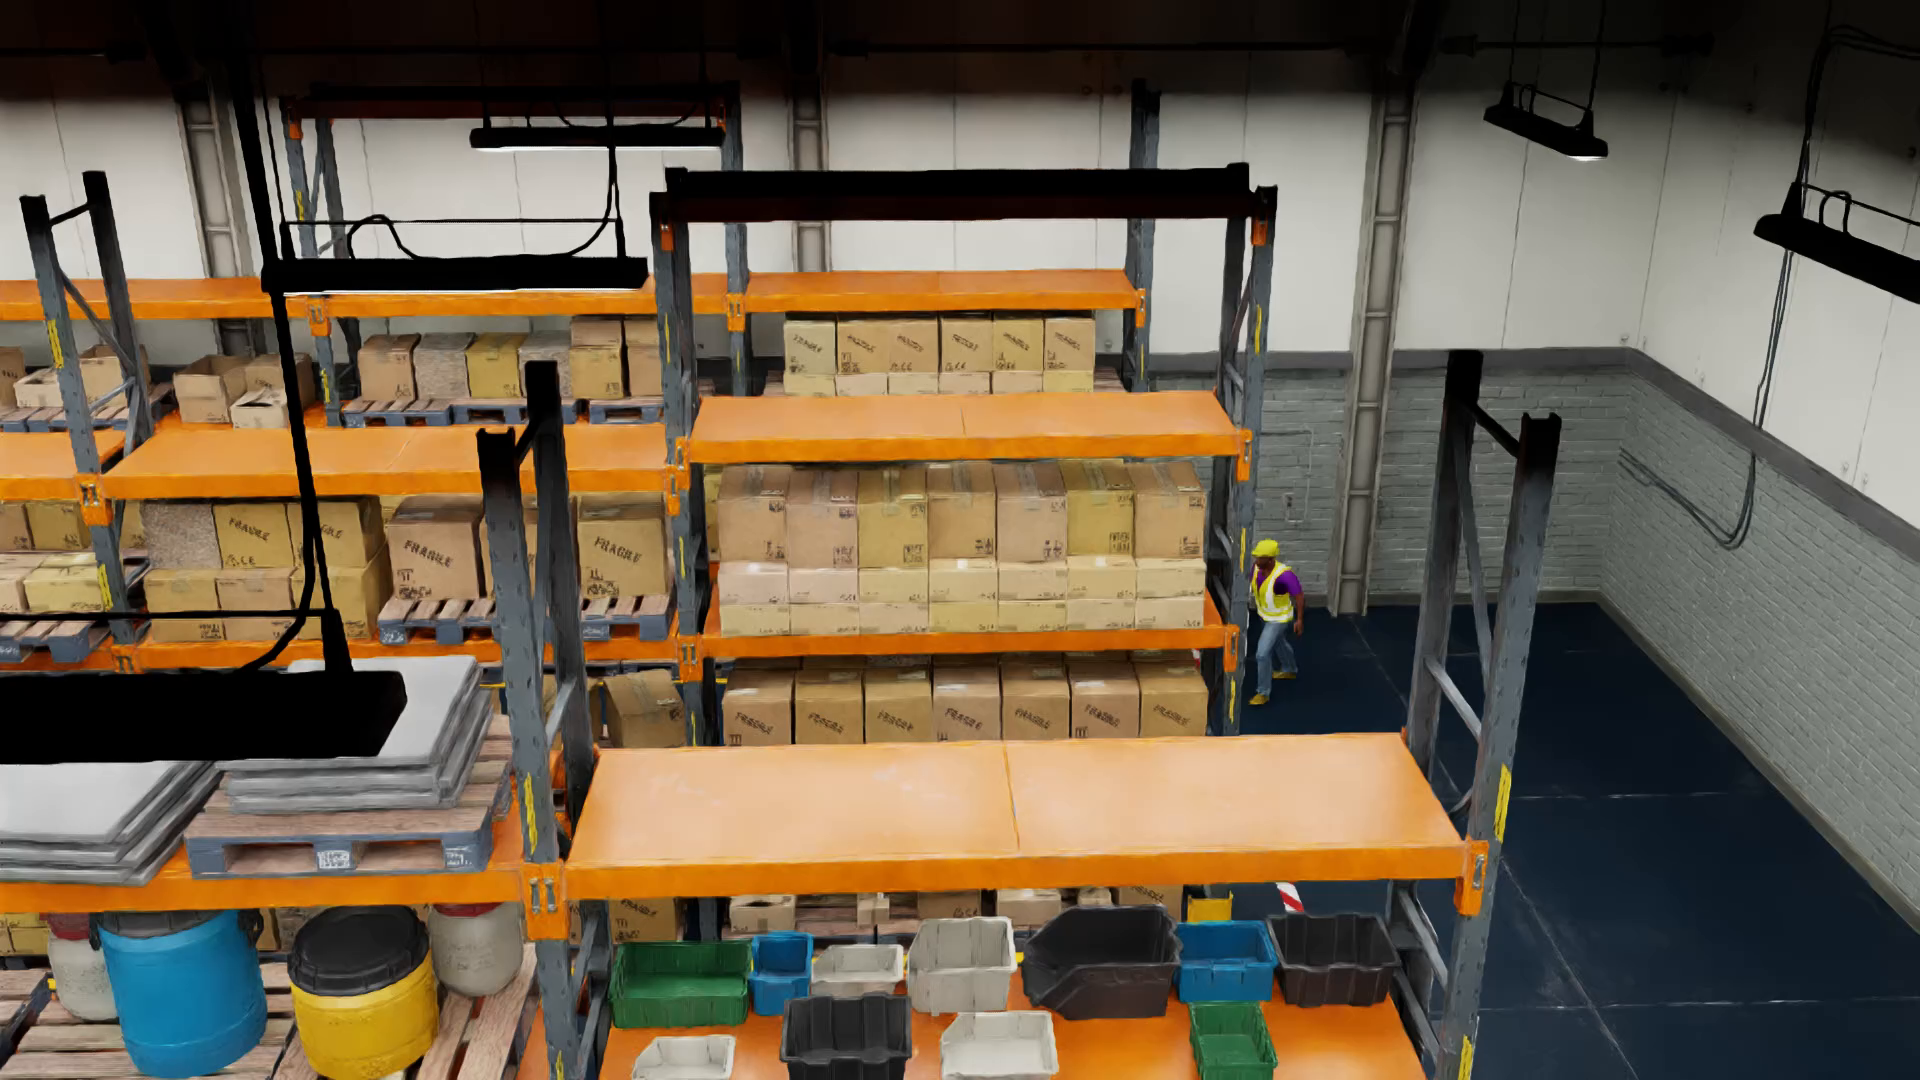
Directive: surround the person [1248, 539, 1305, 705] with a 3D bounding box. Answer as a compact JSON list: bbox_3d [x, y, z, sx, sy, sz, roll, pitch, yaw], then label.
[{"bbox_3d":[3.205,0.763,16.985,0.831,1.696,0.712,-8,23,-19],"label":"person"}]
